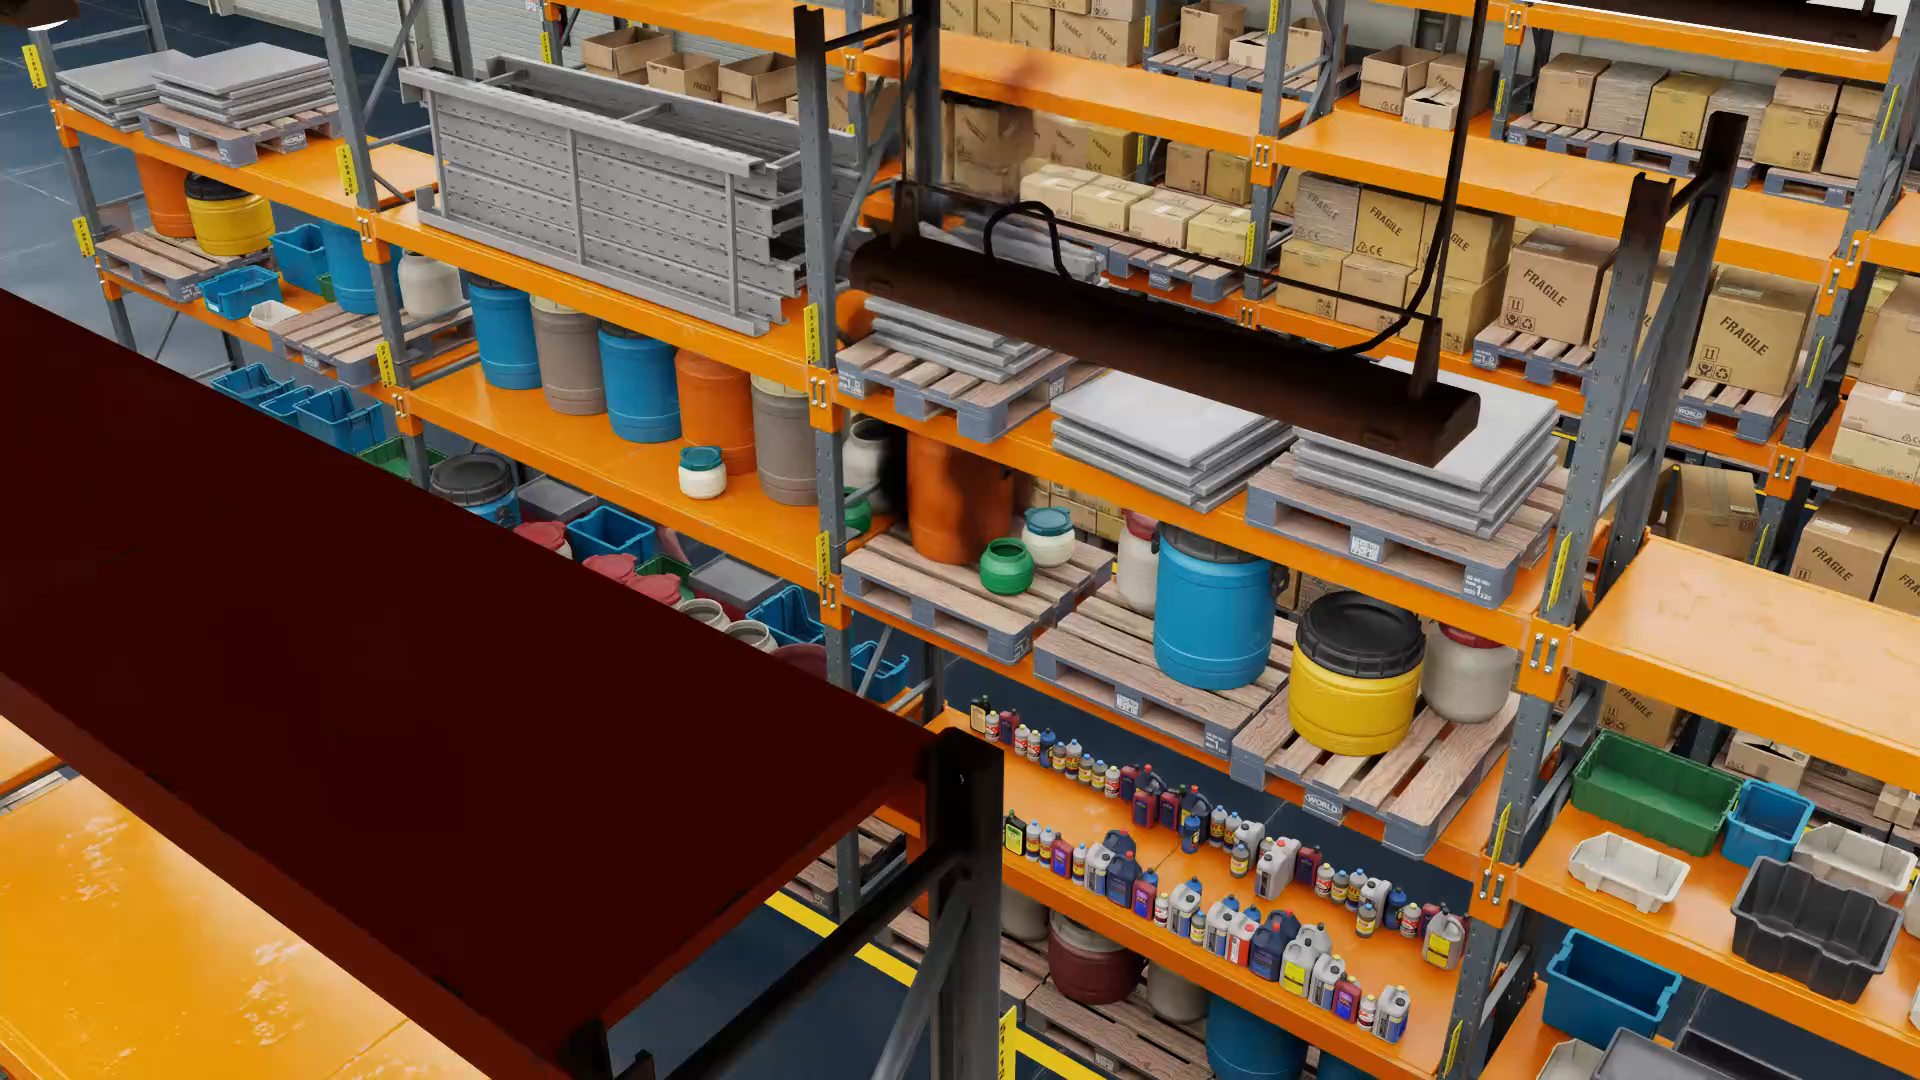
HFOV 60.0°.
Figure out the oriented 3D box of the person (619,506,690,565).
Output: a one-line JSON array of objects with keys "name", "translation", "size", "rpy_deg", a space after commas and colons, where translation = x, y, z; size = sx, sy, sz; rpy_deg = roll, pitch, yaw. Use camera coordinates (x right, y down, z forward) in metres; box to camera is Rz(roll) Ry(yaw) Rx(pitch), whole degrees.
[{"name": "person", "translation": [-2.708, -0.379, 14.261], "size": [0.807, 1.700, 0.575], "rpy_deg": [17, 36, 26]}]
